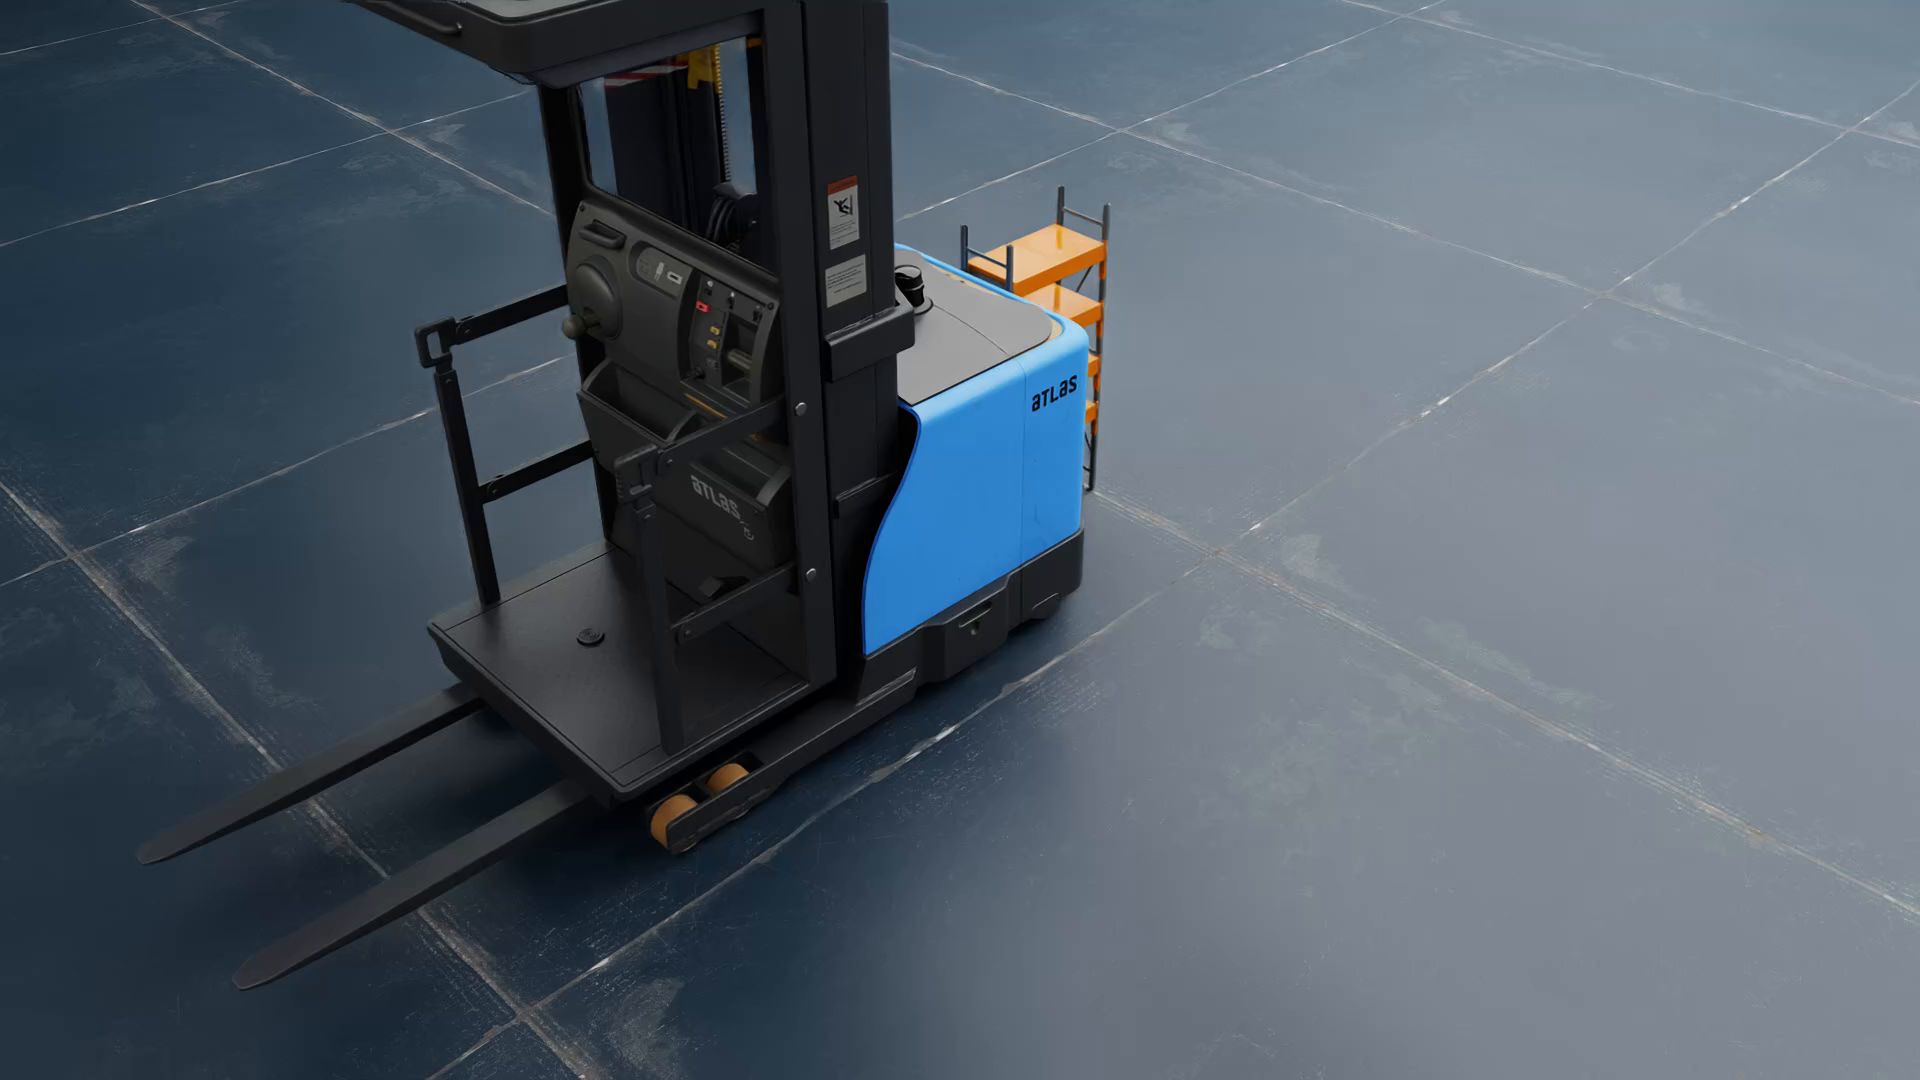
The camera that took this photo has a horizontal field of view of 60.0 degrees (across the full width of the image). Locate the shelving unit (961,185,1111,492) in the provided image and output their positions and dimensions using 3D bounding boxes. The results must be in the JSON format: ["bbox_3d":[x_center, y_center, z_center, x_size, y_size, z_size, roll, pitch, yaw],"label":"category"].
[{"bbox_3d":[0.266,-0.636,6.114,0.503,1.200,0.258,-29,44,-35],"label":"shelving unit"}]

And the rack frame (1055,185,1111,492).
[{"bbox_3d":[0.441,-0.734,6.253,0.015,1.200,0.240,-29,44,-35],"label":"rack frame"}]

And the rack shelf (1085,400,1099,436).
[{"bbox_3d":[0.266,-0.418,6.266,0.480,0.148,0.258,-29,44,-35],"label":"rack shelf"}]

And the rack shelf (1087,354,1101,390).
[{"bbox_3d":[0.266,-0.581,6.152,0.480,0.148,0.258,-29,44,-35],"label":"rack shelf"}]

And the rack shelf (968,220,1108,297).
[{"bbox_3d":[0.266,-0.959,5.889,0.480,0.148,0.258,-29,44,-35],"label":"rack shelf"}]

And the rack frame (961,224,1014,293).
[{"bbox_3d":[0.091,-0.539,5.974,0.015,1.200,0.240,-29,44,-35],"label":"rack frame"}]

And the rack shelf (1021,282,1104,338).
[{"bbox_3d":[0.266,-0.765,6.024,0.480,0.148,0.258,-29,44,-35],"label":"rack shelf"}]

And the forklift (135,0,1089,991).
[{"bbox_3d":[-0.974,-0.615,4.570,3.031,2.935,1.130,-29,44,-35],"label":"forklift"}]
